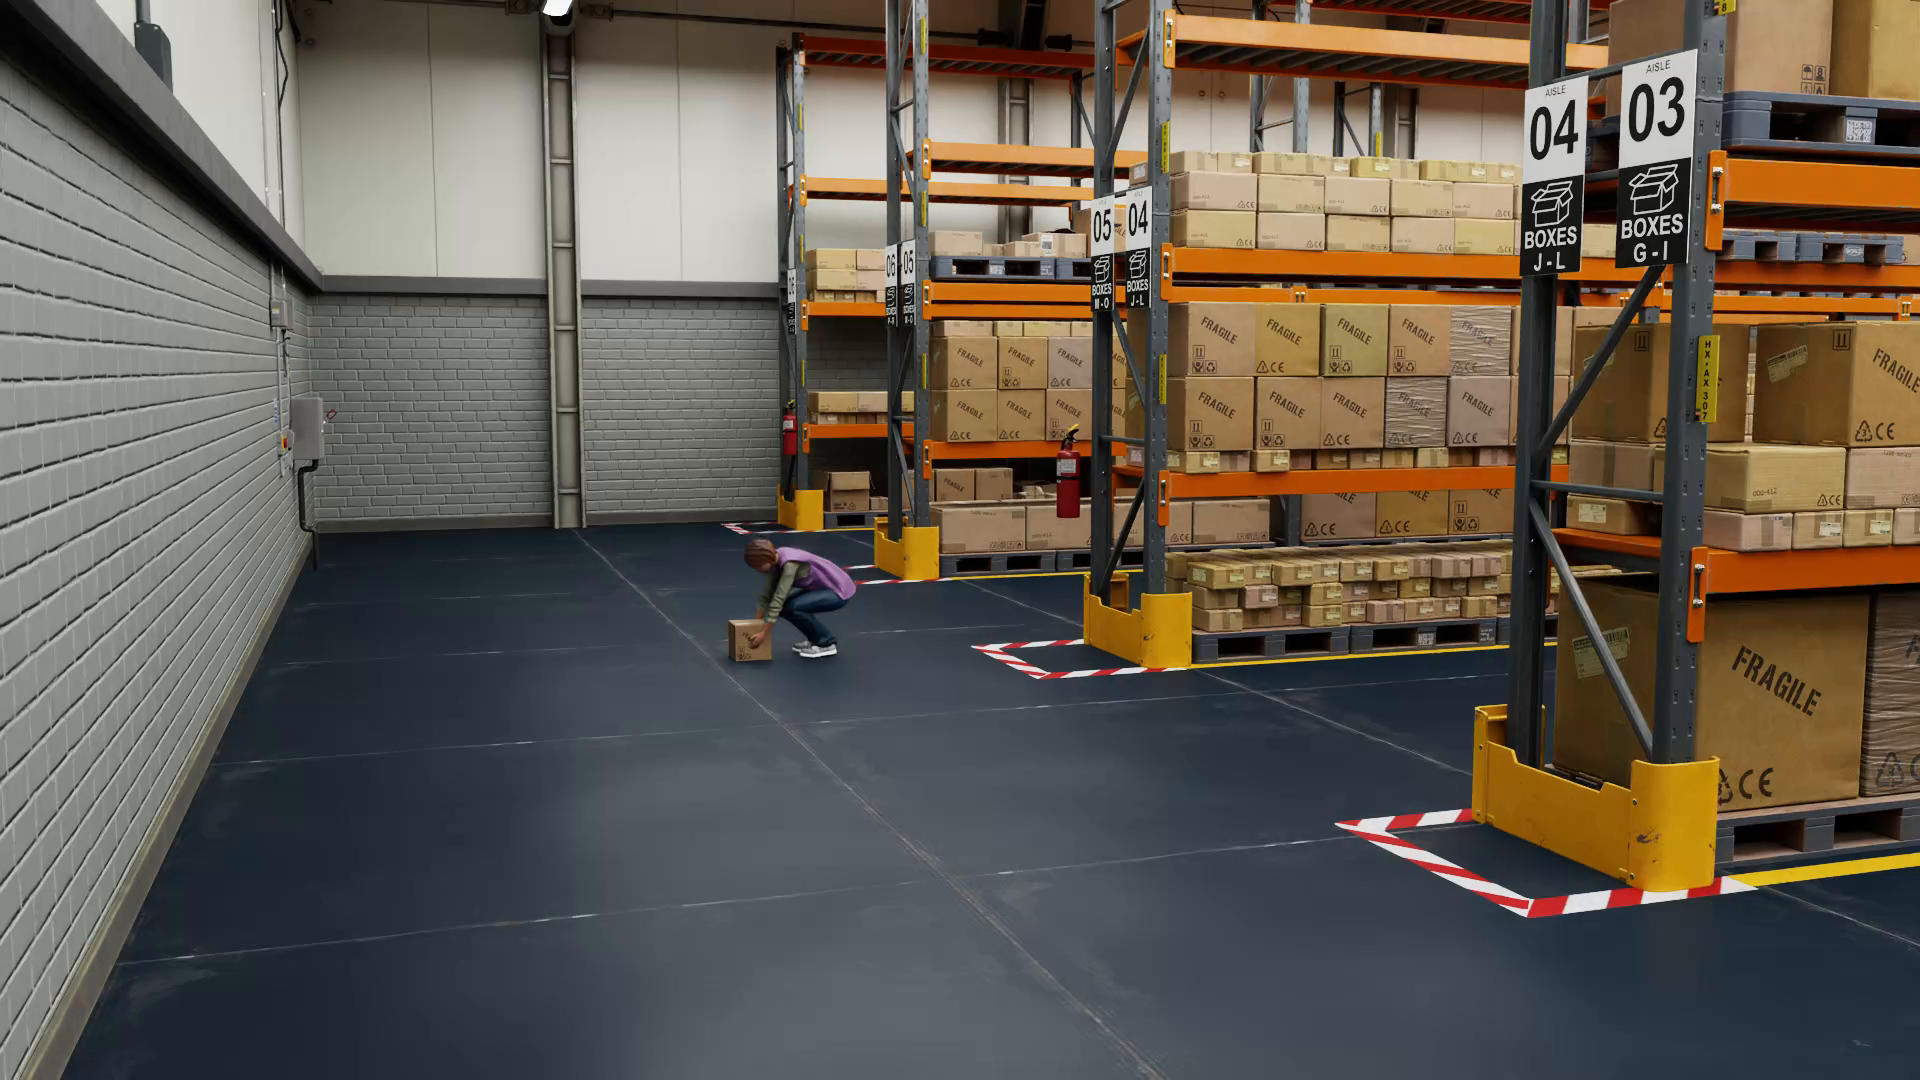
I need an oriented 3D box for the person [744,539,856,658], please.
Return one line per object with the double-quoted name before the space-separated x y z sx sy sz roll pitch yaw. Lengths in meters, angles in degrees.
"person" -1.121 0.408 11.640 0.802 0.816 0.439 -2 6 -19
